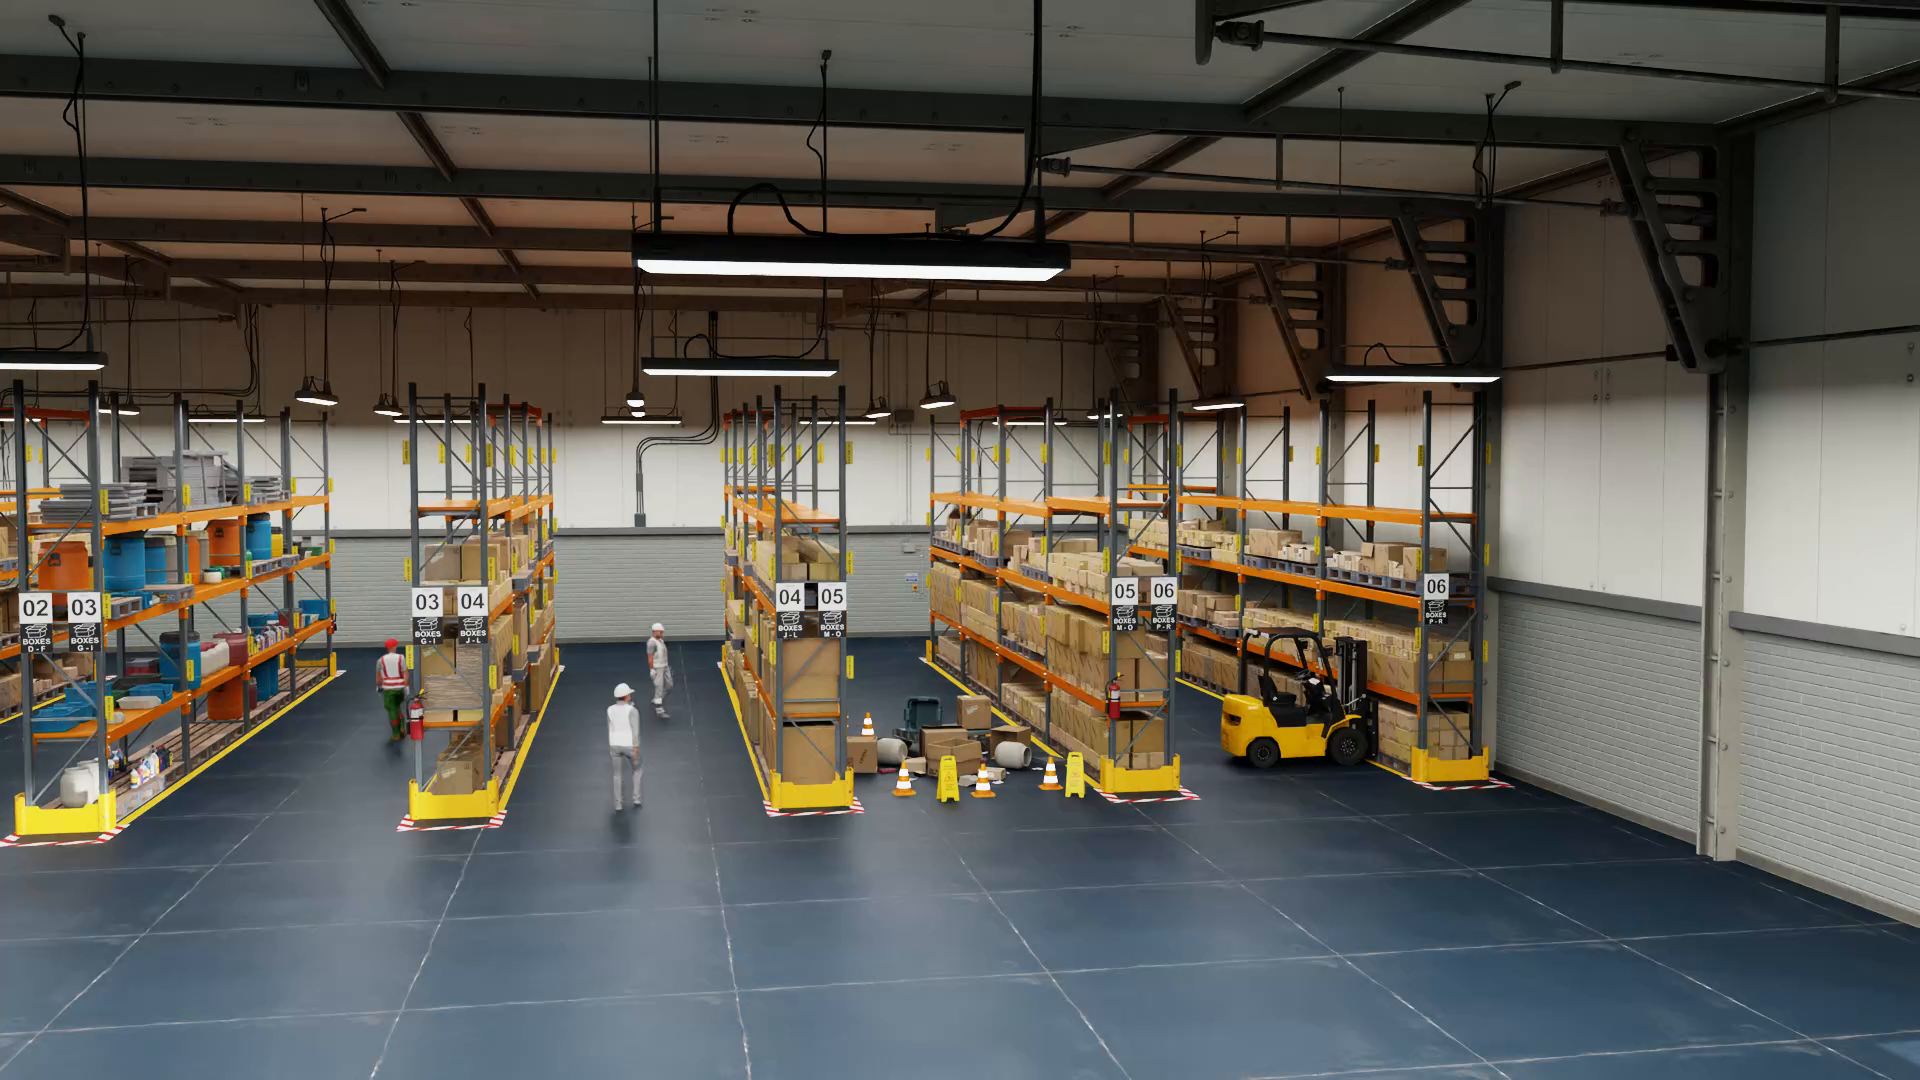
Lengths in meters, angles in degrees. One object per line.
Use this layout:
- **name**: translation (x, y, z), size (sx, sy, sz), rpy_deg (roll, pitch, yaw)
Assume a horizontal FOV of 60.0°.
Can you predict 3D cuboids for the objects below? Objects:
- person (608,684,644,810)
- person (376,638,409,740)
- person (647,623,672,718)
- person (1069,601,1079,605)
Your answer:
- **person**: translation (-4.738, 2.942, 23.533), size (0.527, 1.834, 0.571), rpy_deg (0, 3, 8)
- **person**: translation (-9.986, 2.635, 29.188), size (0.525, 1.831, 0.514), rpy_deg (2, 4, 36)
- **person**: translation (-5.776, 2.500, 32.025), size (0.592, 1.801, 0.640), rpy_deg (1, 3, 16)
- **person**: translation (2.680, 1.893, 39.513), size (0.646, 1.809, 0.552), rpy_deg (-3, 4, -43)
